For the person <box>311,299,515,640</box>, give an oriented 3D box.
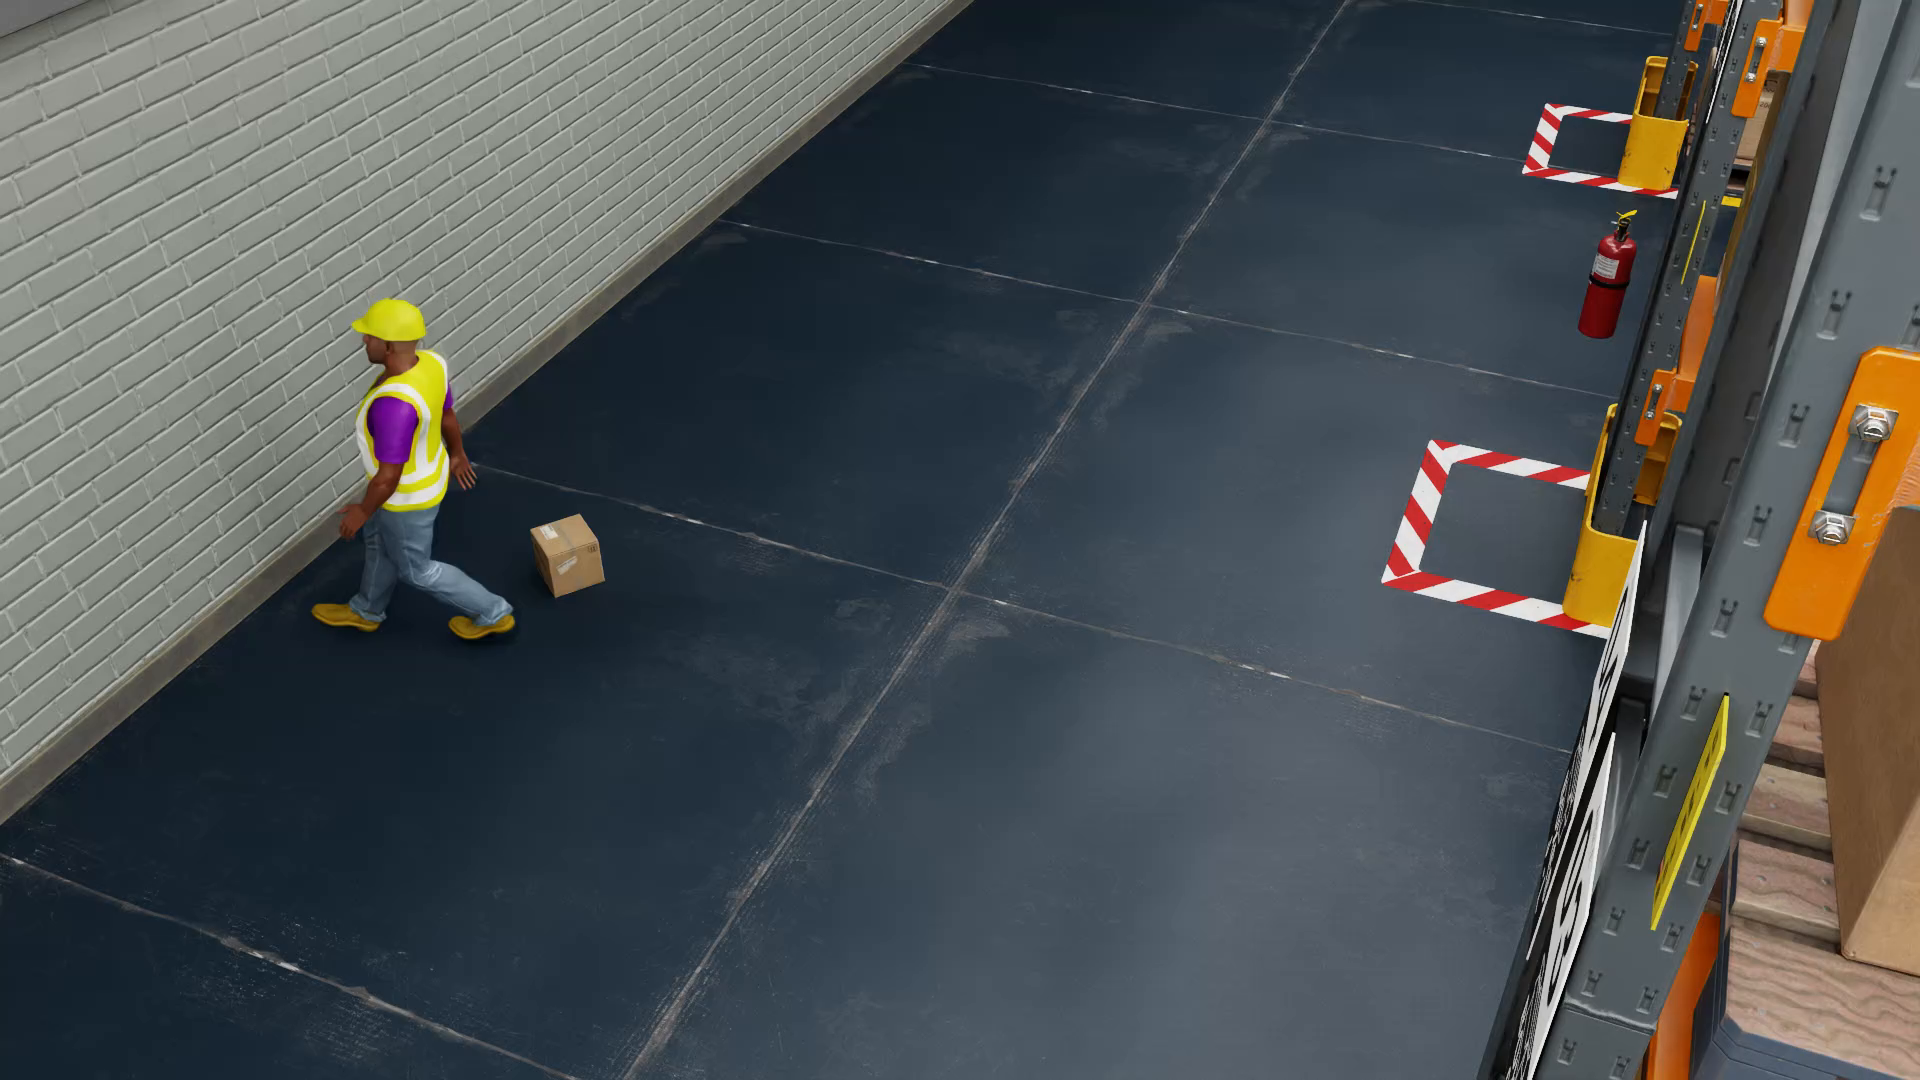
[{"bbox_3d":[-2.504,-0.240,7.149,0.942,1.705,0.621,-3,37,-4],"label":"person"}]
